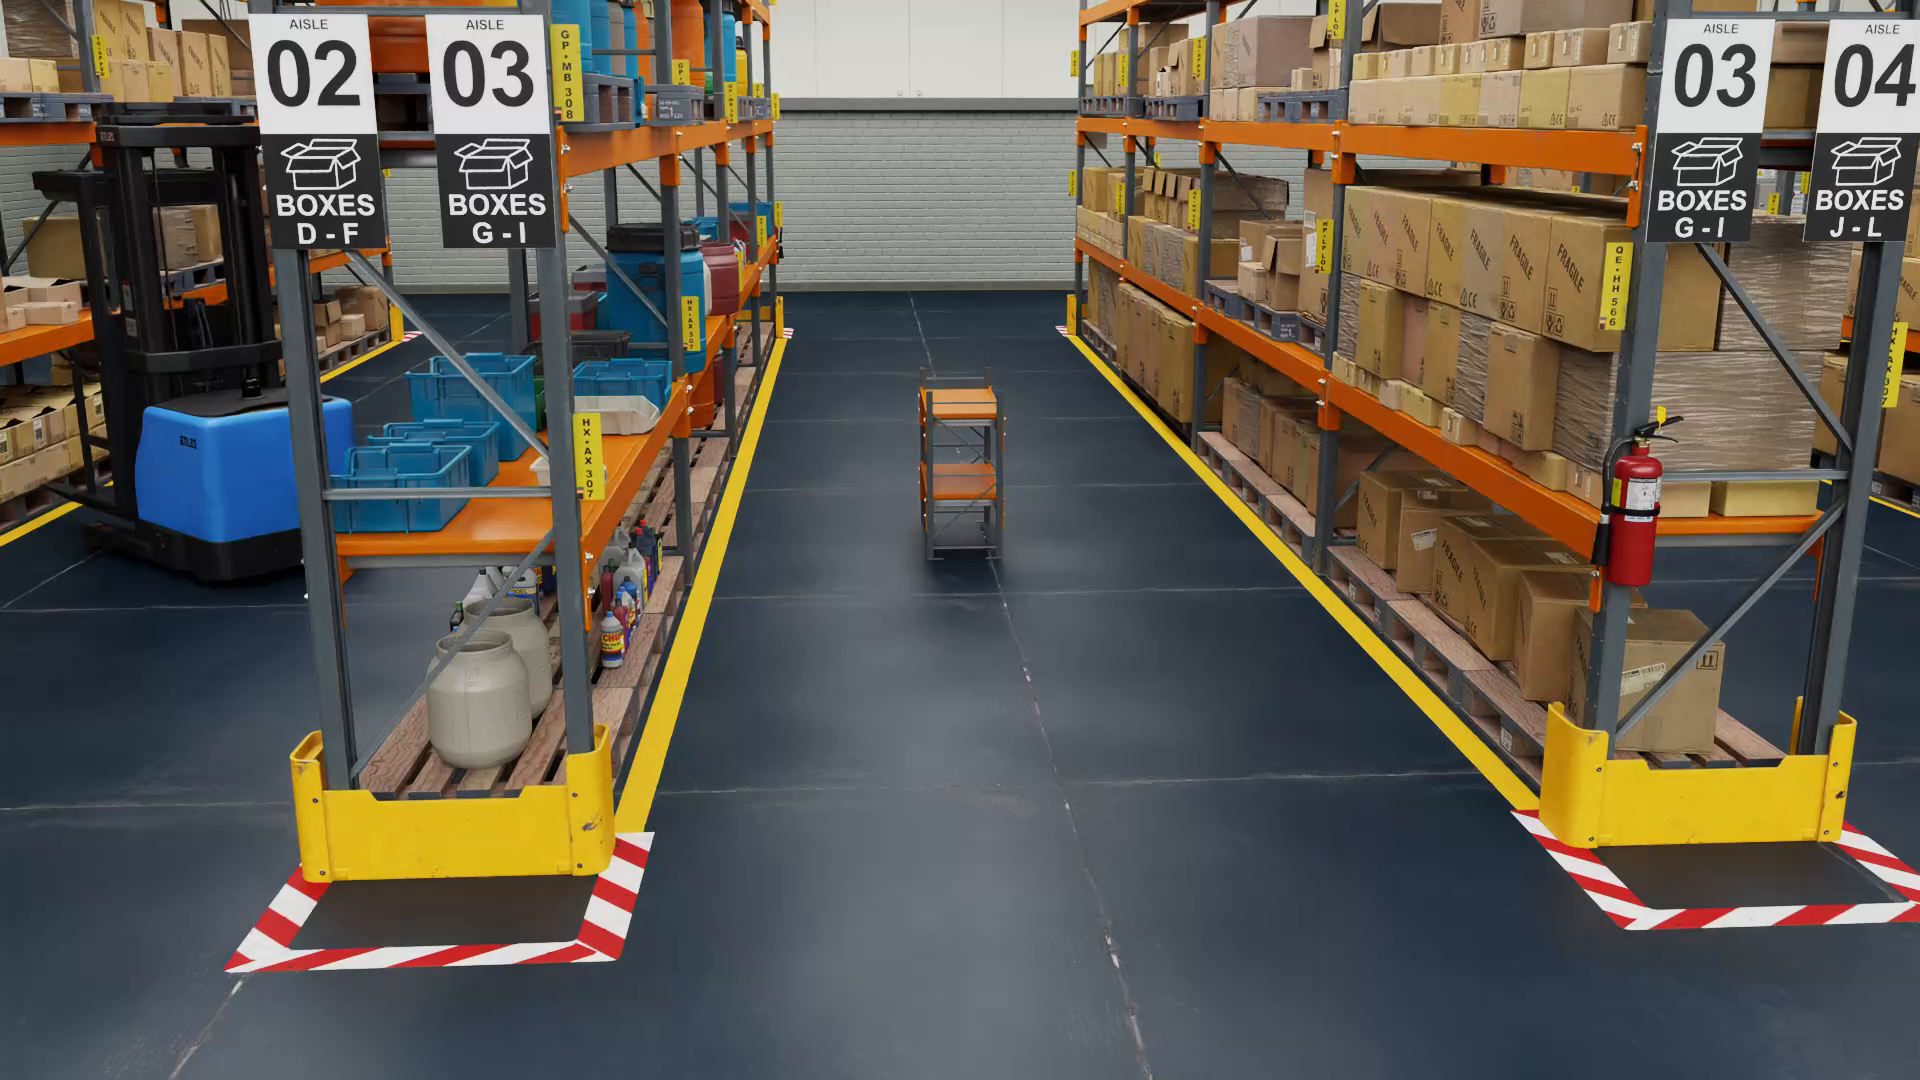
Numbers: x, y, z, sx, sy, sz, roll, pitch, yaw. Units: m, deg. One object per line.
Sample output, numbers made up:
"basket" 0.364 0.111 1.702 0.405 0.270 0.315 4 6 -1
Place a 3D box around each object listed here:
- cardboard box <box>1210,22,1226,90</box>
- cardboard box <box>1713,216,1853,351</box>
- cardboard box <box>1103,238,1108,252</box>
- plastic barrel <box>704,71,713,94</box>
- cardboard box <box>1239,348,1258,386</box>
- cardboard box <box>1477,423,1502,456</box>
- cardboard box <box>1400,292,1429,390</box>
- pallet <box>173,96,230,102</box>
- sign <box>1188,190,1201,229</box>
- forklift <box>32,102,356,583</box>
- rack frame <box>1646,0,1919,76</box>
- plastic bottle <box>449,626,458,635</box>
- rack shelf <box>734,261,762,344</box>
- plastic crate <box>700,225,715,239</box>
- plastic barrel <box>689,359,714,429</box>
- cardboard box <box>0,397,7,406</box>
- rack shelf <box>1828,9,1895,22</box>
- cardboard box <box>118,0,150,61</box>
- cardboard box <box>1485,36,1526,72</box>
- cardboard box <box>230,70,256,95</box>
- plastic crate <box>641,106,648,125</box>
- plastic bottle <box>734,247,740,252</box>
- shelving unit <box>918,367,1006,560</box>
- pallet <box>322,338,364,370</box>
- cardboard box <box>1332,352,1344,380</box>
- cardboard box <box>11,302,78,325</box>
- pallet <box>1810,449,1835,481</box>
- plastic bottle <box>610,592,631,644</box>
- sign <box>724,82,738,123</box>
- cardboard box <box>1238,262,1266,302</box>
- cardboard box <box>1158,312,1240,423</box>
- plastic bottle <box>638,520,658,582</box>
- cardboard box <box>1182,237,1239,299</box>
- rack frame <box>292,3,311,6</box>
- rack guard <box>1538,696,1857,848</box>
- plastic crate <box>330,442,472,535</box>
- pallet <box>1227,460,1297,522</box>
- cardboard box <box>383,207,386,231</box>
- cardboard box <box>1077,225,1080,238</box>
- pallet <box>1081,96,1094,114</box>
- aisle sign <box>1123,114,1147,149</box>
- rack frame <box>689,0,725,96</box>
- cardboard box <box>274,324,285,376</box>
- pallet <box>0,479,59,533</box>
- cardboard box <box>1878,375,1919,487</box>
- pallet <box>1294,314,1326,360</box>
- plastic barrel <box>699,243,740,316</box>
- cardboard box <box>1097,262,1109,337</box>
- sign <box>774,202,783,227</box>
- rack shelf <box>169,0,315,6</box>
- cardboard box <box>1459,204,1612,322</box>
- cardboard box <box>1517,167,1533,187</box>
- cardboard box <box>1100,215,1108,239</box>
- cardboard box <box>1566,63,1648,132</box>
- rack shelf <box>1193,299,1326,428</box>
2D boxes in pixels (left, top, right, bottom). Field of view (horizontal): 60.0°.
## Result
"cardboard box" 2.298 -3.855 13.265 0.500 0.500 0.500 -1 14 -3
"cardboard box" 3.260 -1.061 6.825 0.500 0.500 0.500 -1 14 -3
"cardboard box" 1.868 -3.432 19.351 0.380 0.149 0.250 -1 14 -2
"plastic barrel" -2.254 -4.004 14.518 0.294 0.245 0.294 0 14 0
"cardboard box" 2.598 -1.432 13.701 0.500 0.250 0.500 0 14 -1
"cardboard box" 2.704 -0.500 7.952 0.380 0.149 0.250 -1 14 -3
"cardboard box" 2.867 -1.070 8.866 0.875 0.500 0.500 -1 14 -3
"pallet" -7.572 -4.016 15.472 1.213 0.211 1.003 -1 14 -3
"sign" 1.972 -2.784 14.003 0.100 0.325 0.005 -1 14 -3
"forklift" -5.364 -1.431 11.206 3.031 2.935 1.130 12 19 39
"rack frame" 3.022 -3.148 5.703 1.000 3.000 0.127 -1 14 -3
"plastic bottle" -2.473 0.526 8.196 0.097 0.201 0.097 0 14 0
"rack shelf" -2.541 -2.305 15.909 1.077 0.370 4.000 -1 14 -3
"plastic crate" -3.126 -3.625 19.811 0.416 0.233 0.300 -1 14 -3
"plastic barrel" -2.465 -1.430 14.576 0.600 0.830 0.708 -1 14 -3
"cardboard box" -7.581 -0.959 12.782 0.500 0.311 0.500 -1 14 -5
"rack shelf" 12.045 -6.241 19.970 1.077 0.370 4.000 -1 14 -3
"cardboard box" -7.445 -4.428 14.490 0.500 0.500 0.500 -1 14 -3
"cardboard box" 2.620 -2.204 7.554 0.380 0.149 0.250 -2 15 -6
"cardboard box" -7.391 -4.822 17.527 0.500 0.250 0.500 -1 14 -3
"plastic crate" -1.667 -2.093 8.152 0.243 0.136 0.396 -1 14 -3
"plastic bottle" -2.264 -2.781 16.566 0.152 0.276 0.135 -1 14 -3
"shelving unit" 0.000 -0.546 11.393 0.538 1.125 1.048 -1 14 -3
"pallet" -7.730 -2.200 19.653 1.003 0.211 1.213 -1 14 -3
"cardboard box" 2.487 -1.058 10.123 0.380 0.149 0.250 -1 14 -3
"cardboard box" -7.030 -1.739 12.771 0.380 0.149 0.250 -1 14 -3
"pallet" 7.456 -0.736 13.964 1.003 0.211 1.213 -1 14 -3
"plastic bottle" -1.744 0.401 8.541 0.097 0.271 0.097 0 14 0
"sign" -1.869 -3.568 13.566 0.100 0.325 0.005 -1 14 -3
"cardboard box" 2.400 -1.943 12.516 0.500 0.250 0.500 -1 14 -5
"cardboard box" 2.504 -1.579 15.064 1.225 0.875 0.875 -2 15 -6
"plastic bottle" -1.842 0.064 9.690 0.144 0.351 0.185 -1 14 -5
"cardboard box" 2.248 -2.400 14.633 0.500 0.500 0.500 0 14 -2
"rack frame" -7.857 -6.976 20.578 1.000 3.000 0.127 -1 14 -3
"rack guard" 3.017 0.949 6.836 1.175 0.500 0.348 -1 14 -3
"plastic crate" -2.251 -0.214 6.638 0.499 0.251 0.616 -1 14 -3
"pallet" 2.646 -0.385 12.599 1.003 0.211 1.213 -1 14 -3
"cardboard box" -7.558 -4.011 20.897 0.500 0.500 0.500 0 14 -2
"cardboard box" 1.723 -4.007 21.585 0.380 0.149 0.250 -1 14 -3
"pallet" 2.087 -5.448 20.837 1.003 0.211 1.213 -1 14 -3
"aisle sign" 2.325 -5.504 21.680 0.394 0.787 0.004 -1 14 -3
"rack frame" -2.417 -5.061 13.139 1.000 3.000 0.127 -1 14 -3
"cardboard box" -7.293 -1.960 17.256 0.500 0.500 0.500 -1 14 -4
"pallet" -7.277 -0.222 11.966 1.003 0.211 1.213 -1 14 -3
"cardboard box" 7.546 -0.796 12.272 1.050 0.750 0.750 -1 14 -3
"pallet" 2.872 -1.337 11.089 1.003 0.211 1.213 -1 14 -3
"plastic barrel" -2.086 -2.111 13.439 0.600 0.536 0.708 -1 14 -3
"cardboard box" 2.206 -3.012 20.635 0.875 0.875 0.875 -1 14 -3
"sign" -2.365 -4.237 21.648 0.100 0.325 0.005 -1 14 -3
"rack shelf" -7.733 -6.128 18.735 1.077 0.370 4.000 -1 14 -3
"cardboard box" 2.676 -1.301 7.760 0.500 0.500 0.500 -1 14 -3
"cardboard box" 6.881 -4.324 19.509 0.500 0.500 0.500 -1 14 -2
"cardboard box" 1.923 -3.660 19.436 0.500 0.250 0.500 -1 14 -2
"cardboard box" 2.738 -1.739 6.547 0.500 0.250 0.500 -1 14 -2
"rack shelf" 2.650 -1.387 12.340 1.077 0.370 4.000 -1 14 -3
